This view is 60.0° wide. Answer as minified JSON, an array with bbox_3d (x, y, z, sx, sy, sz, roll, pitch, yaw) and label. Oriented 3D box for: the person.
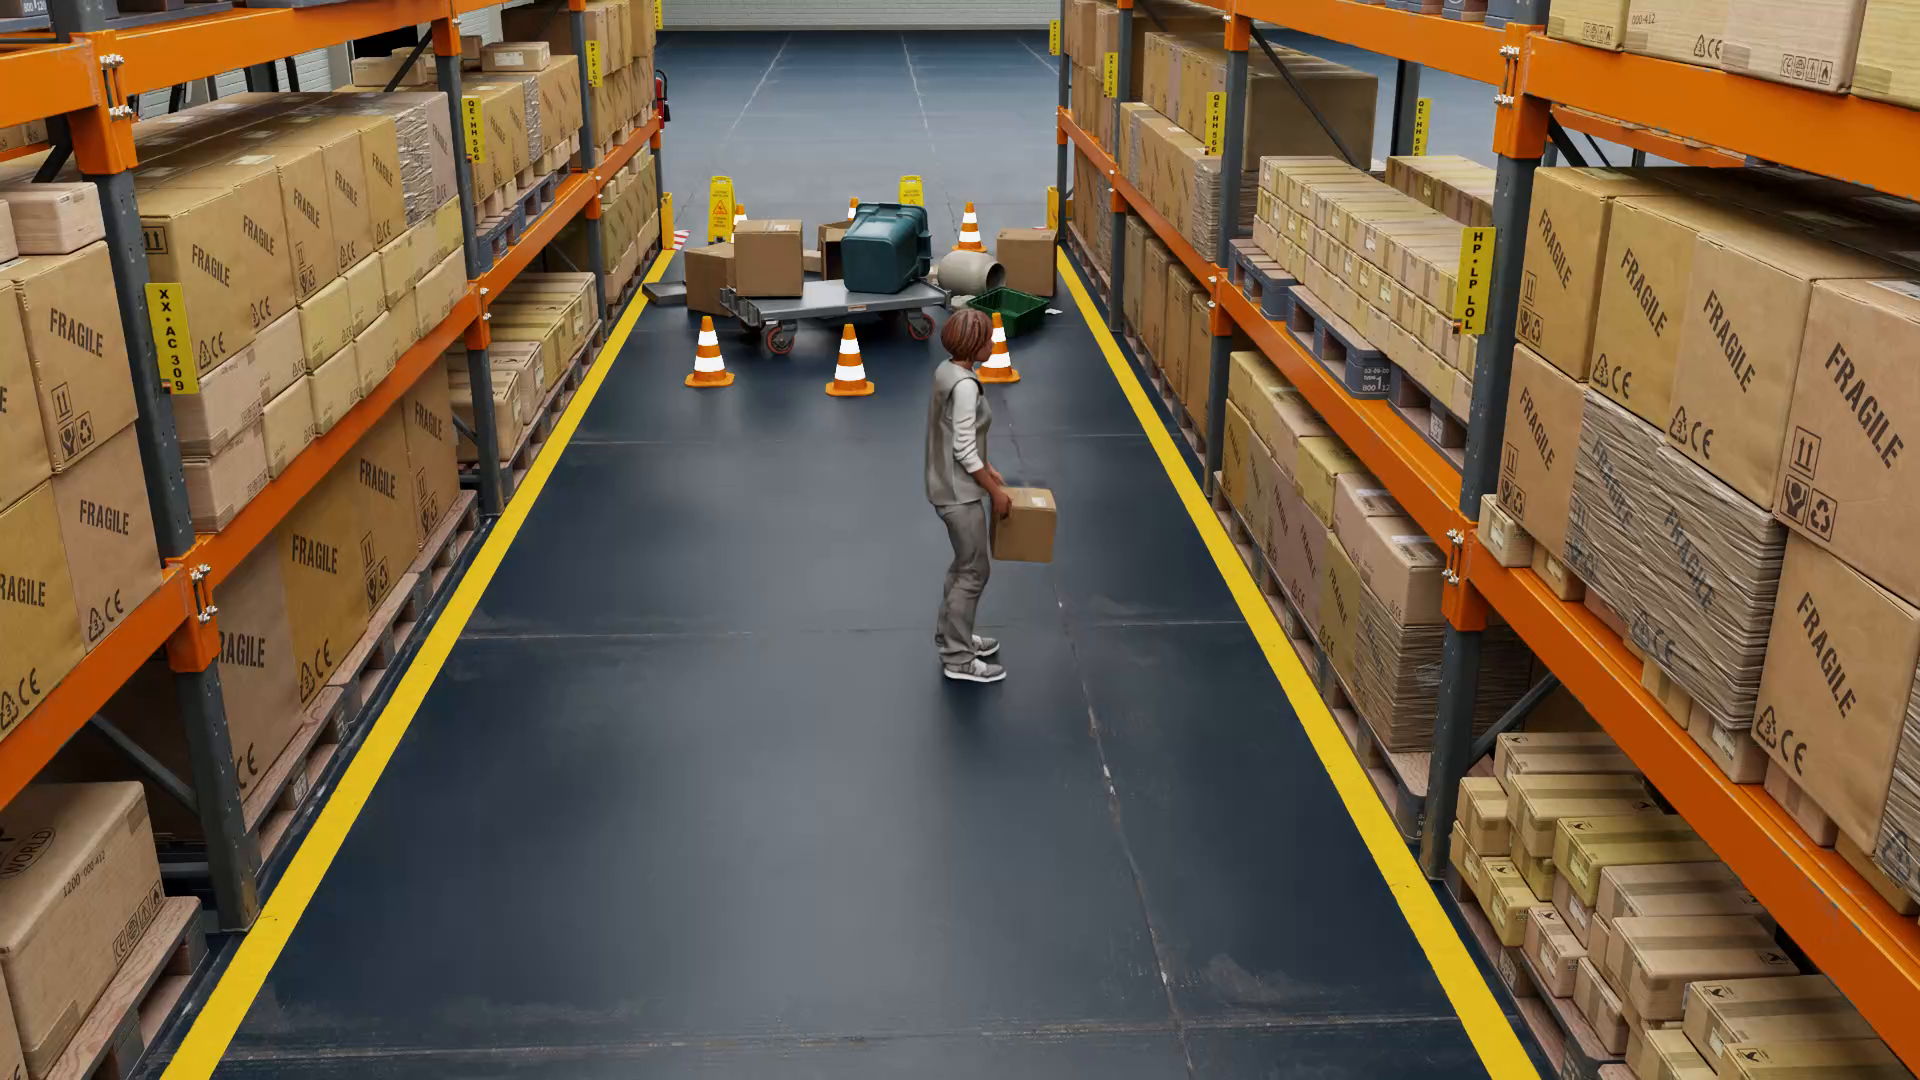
[{"bbox_3d":[0.032,-0.199,7.109,0.359,1.601,0.446,-2,21,-4],"label":"person"}]
